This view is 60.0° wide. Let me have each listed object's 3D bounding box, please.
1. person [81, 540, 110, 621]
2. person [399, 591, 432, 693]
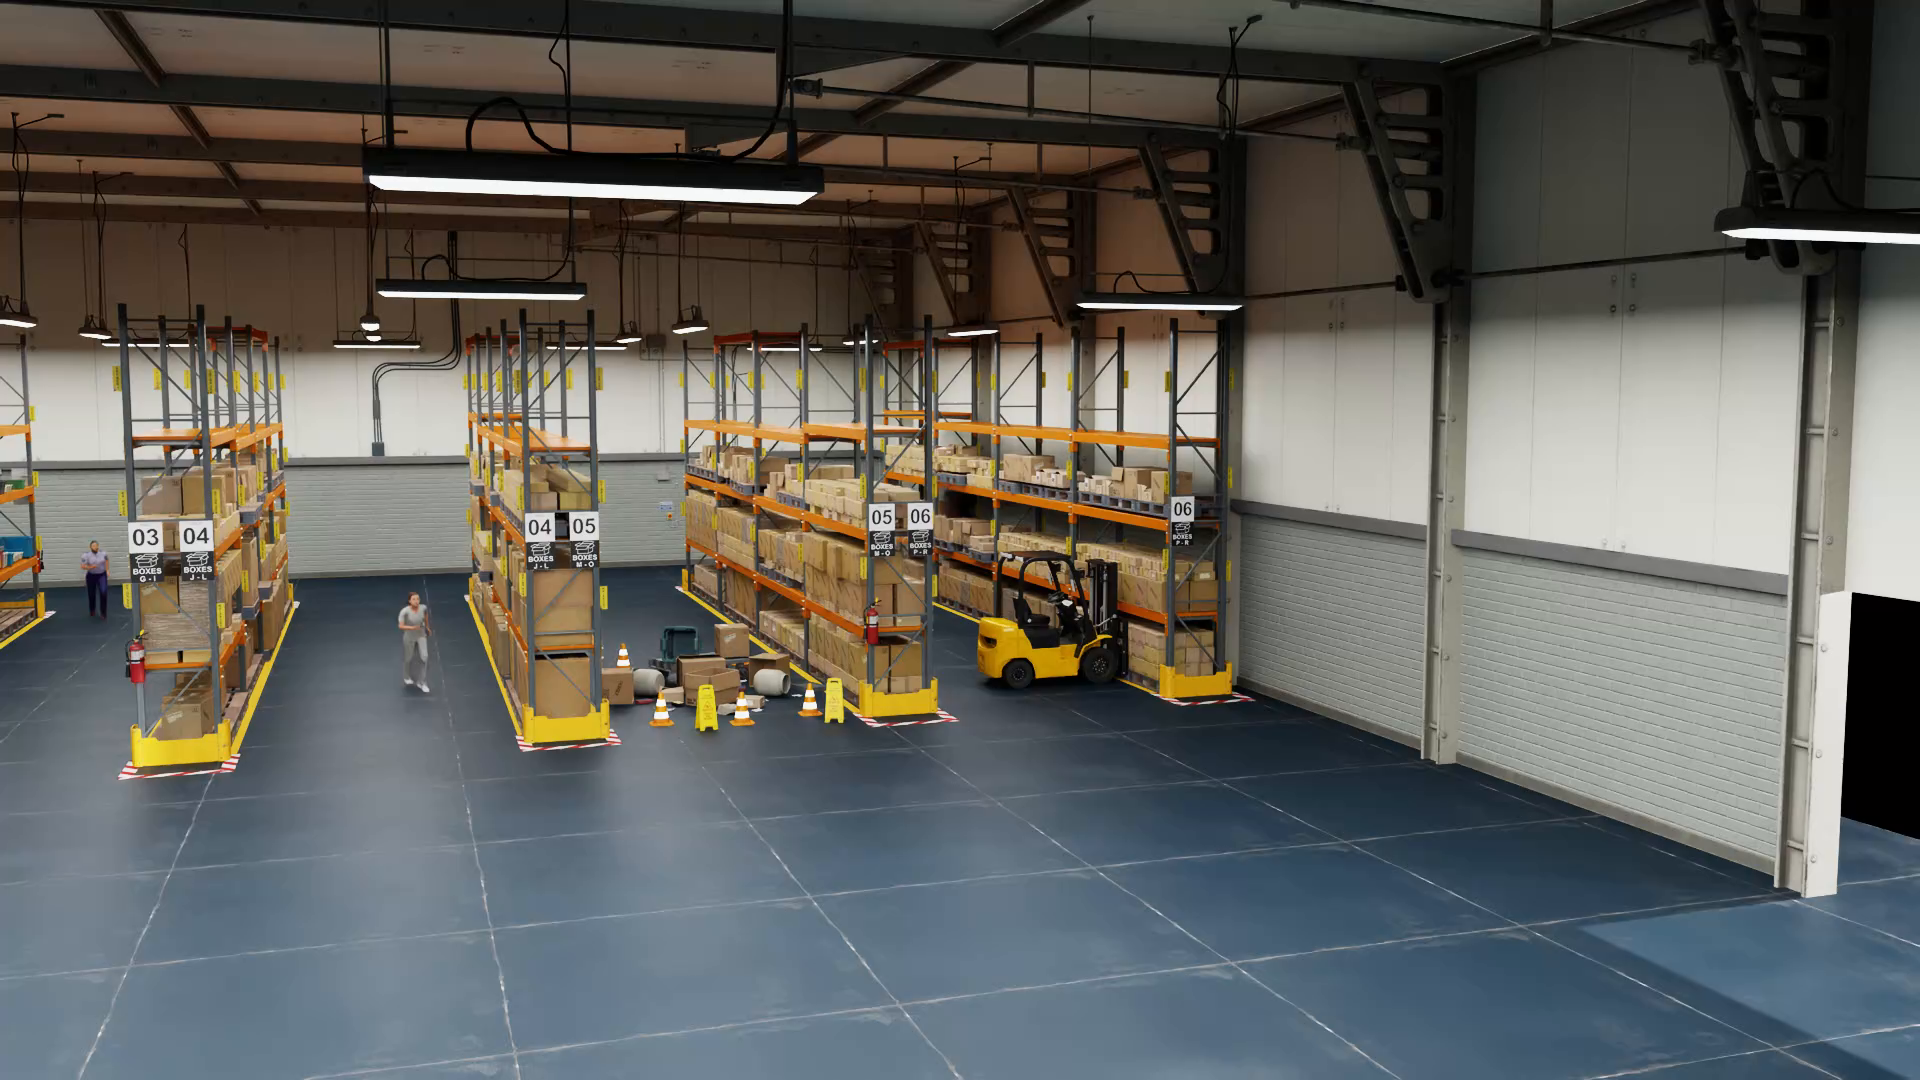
[{"bbox_3d":[-18.257,0.865,35.130,0.557,1.685,0.843,-3,6,-32],"label":"person"},{"bbox_3d":[-8.872,1.627,27.047,0.561,1.638,0.956,-3,6,-30],"label":"person"}]
